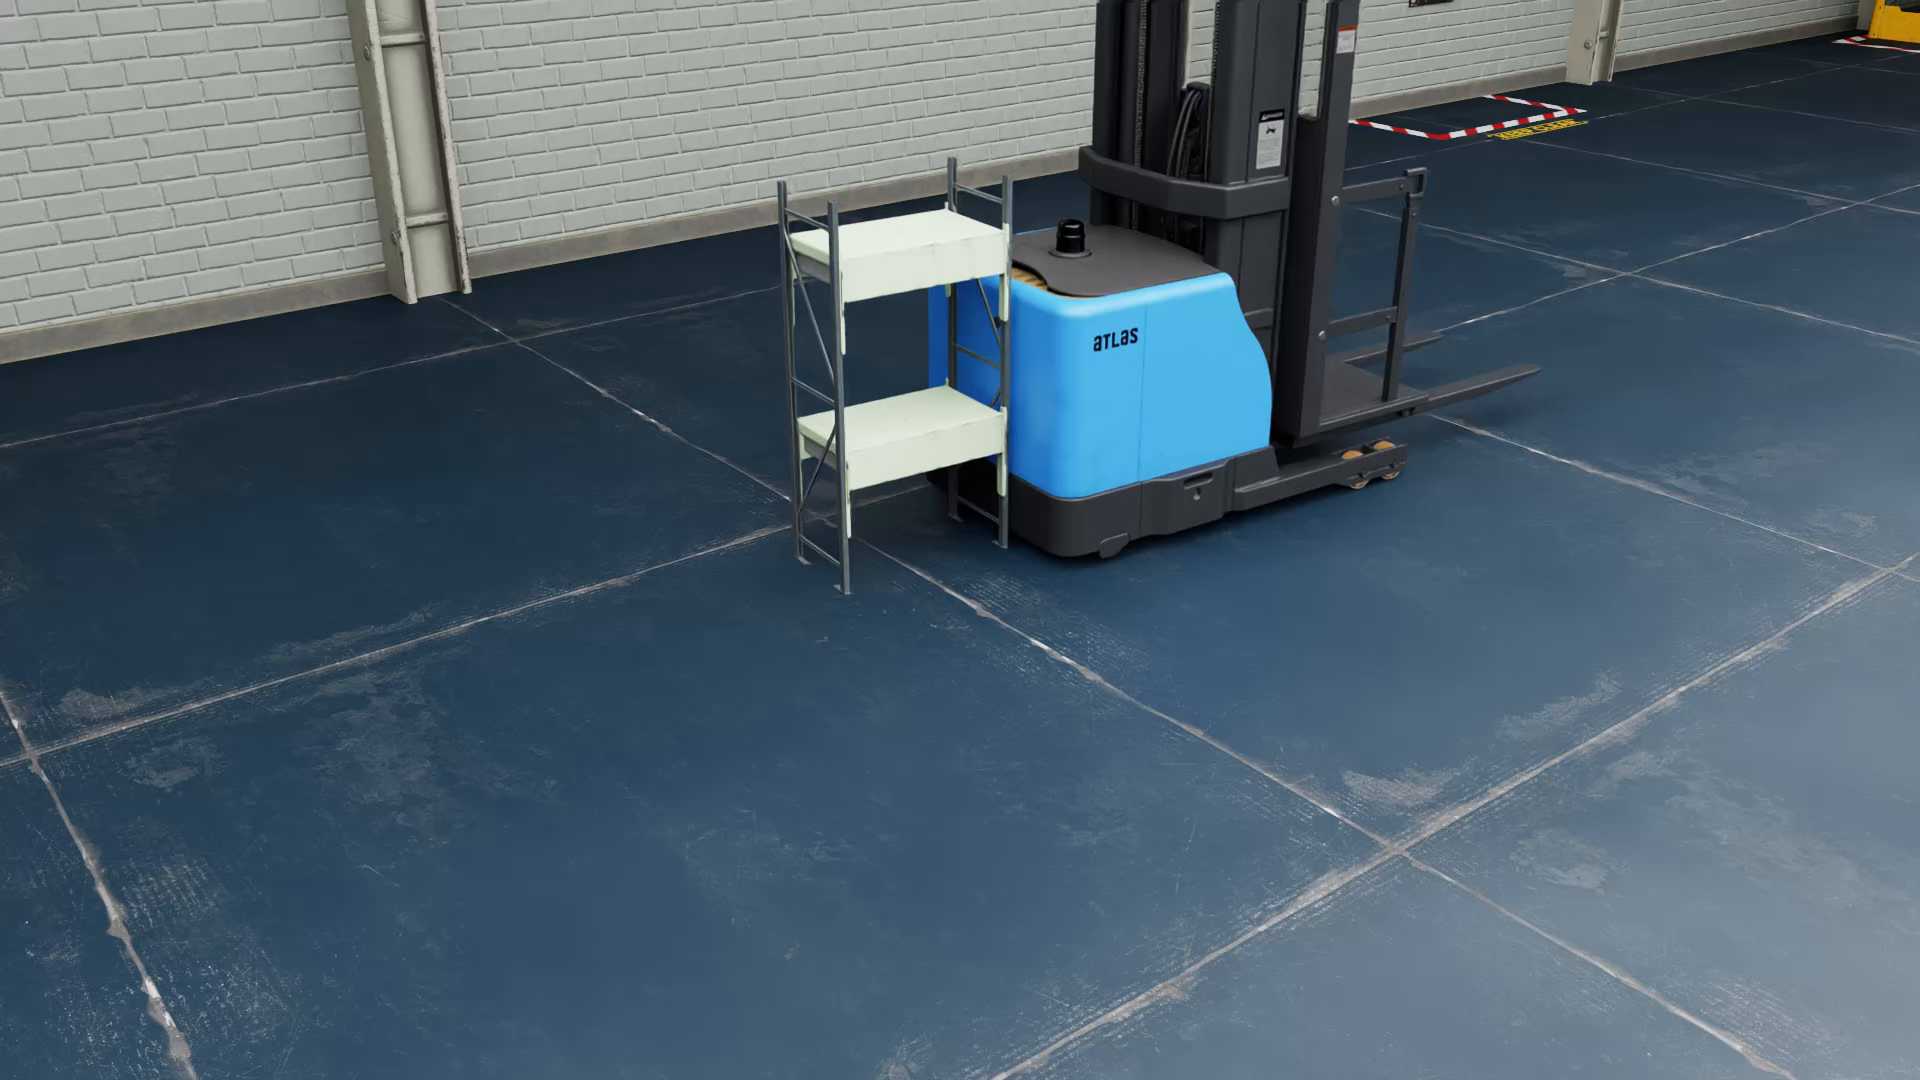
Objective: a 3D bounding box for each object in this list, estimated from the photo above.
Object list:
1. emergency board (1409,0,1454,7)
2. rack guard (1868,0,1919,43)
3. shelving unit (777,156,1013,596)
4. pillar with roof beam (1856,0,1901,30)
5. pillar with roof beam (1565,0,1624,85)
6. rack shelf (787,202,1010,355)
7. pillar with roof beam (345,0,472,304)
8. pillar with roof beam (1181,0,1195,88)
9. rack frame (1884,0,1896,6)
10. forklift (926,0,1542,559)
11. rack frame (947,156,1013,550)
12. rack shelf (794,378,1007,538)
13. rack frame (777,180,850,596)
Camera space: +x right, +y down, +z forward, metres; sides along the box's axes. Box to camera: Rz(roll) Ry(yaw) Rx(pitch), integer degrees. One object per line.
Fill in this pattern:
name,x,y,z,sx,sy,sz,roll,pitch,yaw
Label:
emergency board,4.293,-5.333,14.678,0.626,1.169,0.157,-18,31,-34
rack guard,11.043,-5.935,18.944,0.348,0.500,1.175,-18,31,-34
shelving unit,-0.233,-0.626,6.317,0.755,1.500,0.431,-16,29,-30
pillar with roof beam,13.657,-8.812,15.048,0.400,9.000,9.100,-18,31,-34
pillar with roof beam,8.935,-7.254,11.690,0.400,9.000,9.100,-18,31,-34
rack shelf,-0.233,-0.980,6.153,0.720,0.370,0.431,-16,29,-30
pillar with roof beam,-0.508,-4.136,4.973,0.400,9.000,9.100,-18,31,-34
pillar with roof beam,4.214,-5.695,8.332,0.400,9.000,9.100,-18,31,-34
rack frame,10.983,-7.049,18.375,0.127,3.000,1.000,-18,31,-34
forklift,1.363,-1.719,6.972,3.031,2.935,1.130,-16,29,-30
rack frame,0.072,-0.712,6.502,0.023,1.500,0.400,-16,29,-30
rack shelf,-0.233,-0.330,6.455,0.720,0.370,0.431,-16,29,-30
rack frame,-0.537,-0.540,6.133,0.023,1.500,0.400,-16,29,-30
